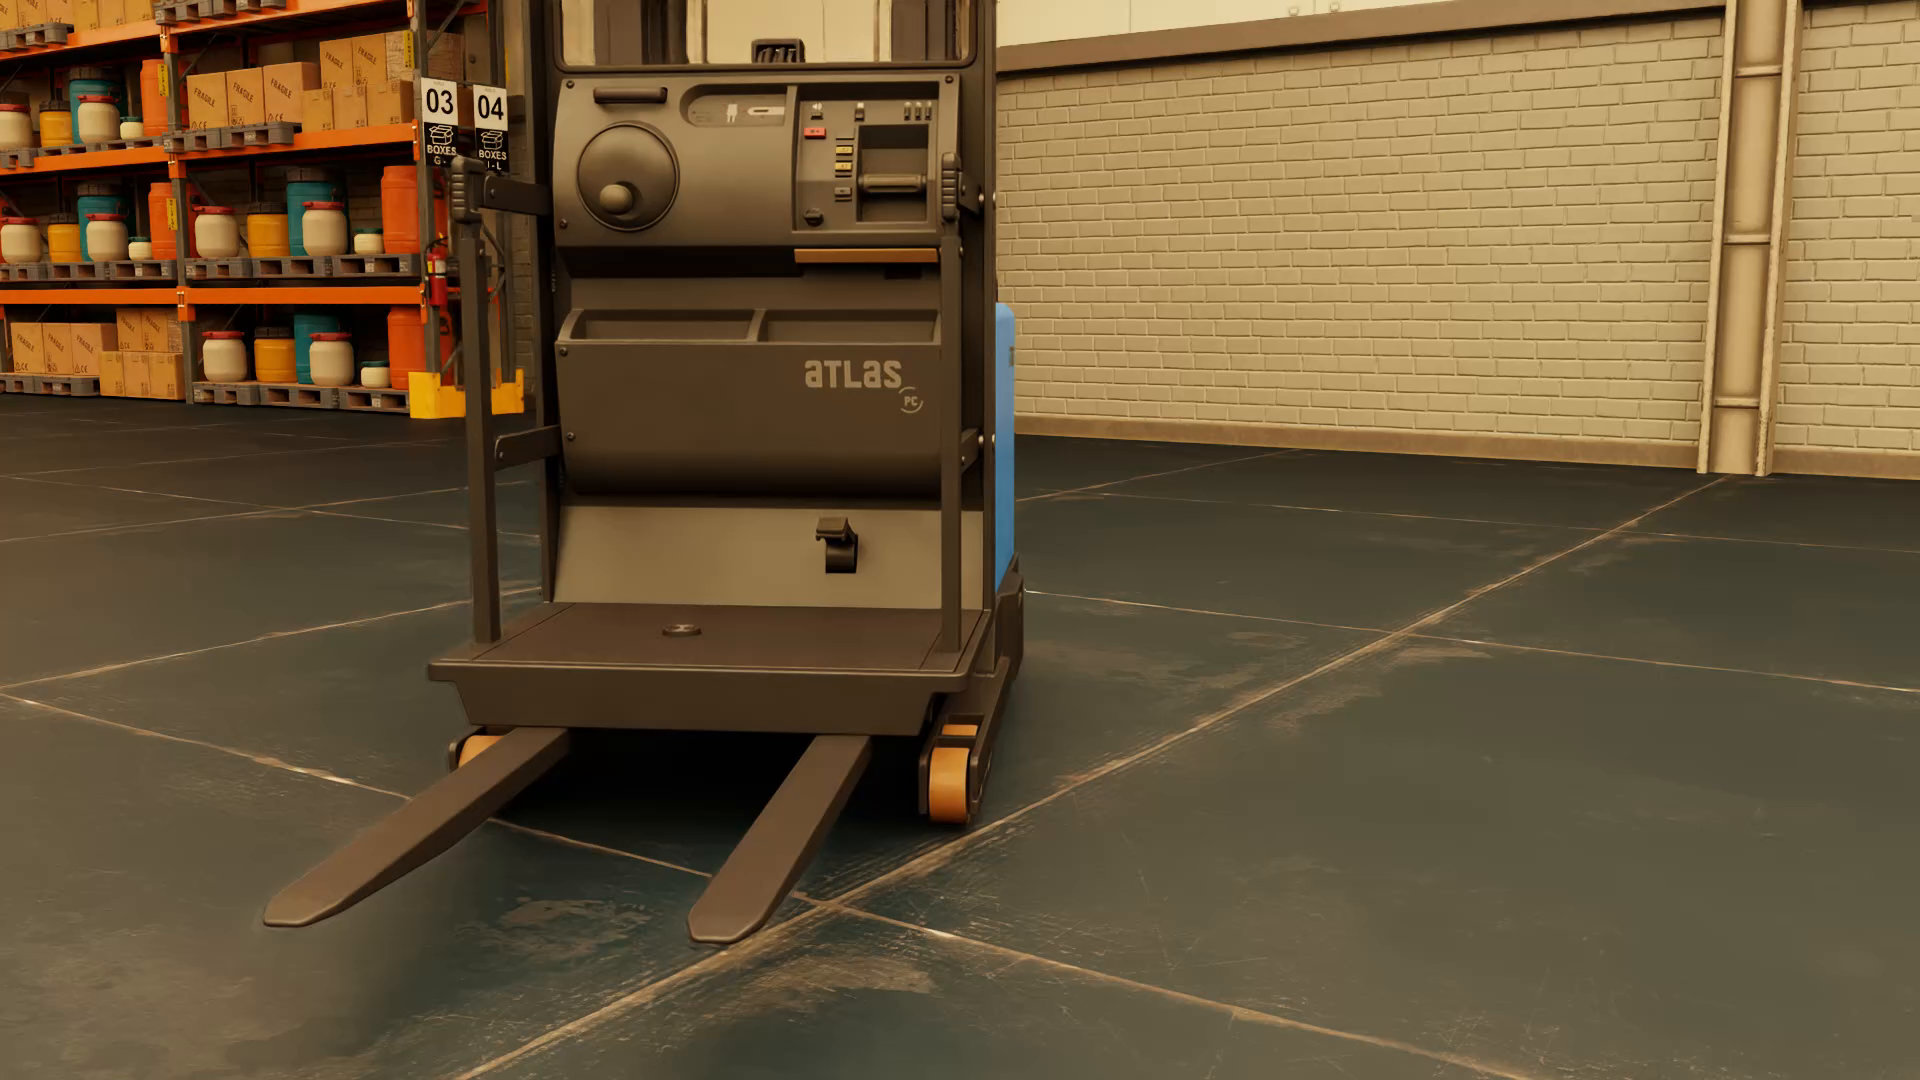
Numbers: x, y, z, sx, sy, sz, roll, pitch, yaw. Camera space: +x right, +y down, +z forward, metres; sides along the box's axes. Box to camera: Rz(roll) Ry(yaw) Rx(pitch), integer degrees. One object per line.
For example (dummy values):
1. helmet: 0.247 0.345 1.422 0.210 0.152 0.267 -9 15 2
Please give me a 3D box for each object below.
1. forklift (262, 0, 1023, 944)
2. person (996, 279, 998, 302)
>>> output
1. forklift: -0.484 -0.909 3.585 1.130 2.935 3.031 1 8 6
2. person: 0.053 -0.840 7.440 0.531 1.695 0.587 5 10 34
